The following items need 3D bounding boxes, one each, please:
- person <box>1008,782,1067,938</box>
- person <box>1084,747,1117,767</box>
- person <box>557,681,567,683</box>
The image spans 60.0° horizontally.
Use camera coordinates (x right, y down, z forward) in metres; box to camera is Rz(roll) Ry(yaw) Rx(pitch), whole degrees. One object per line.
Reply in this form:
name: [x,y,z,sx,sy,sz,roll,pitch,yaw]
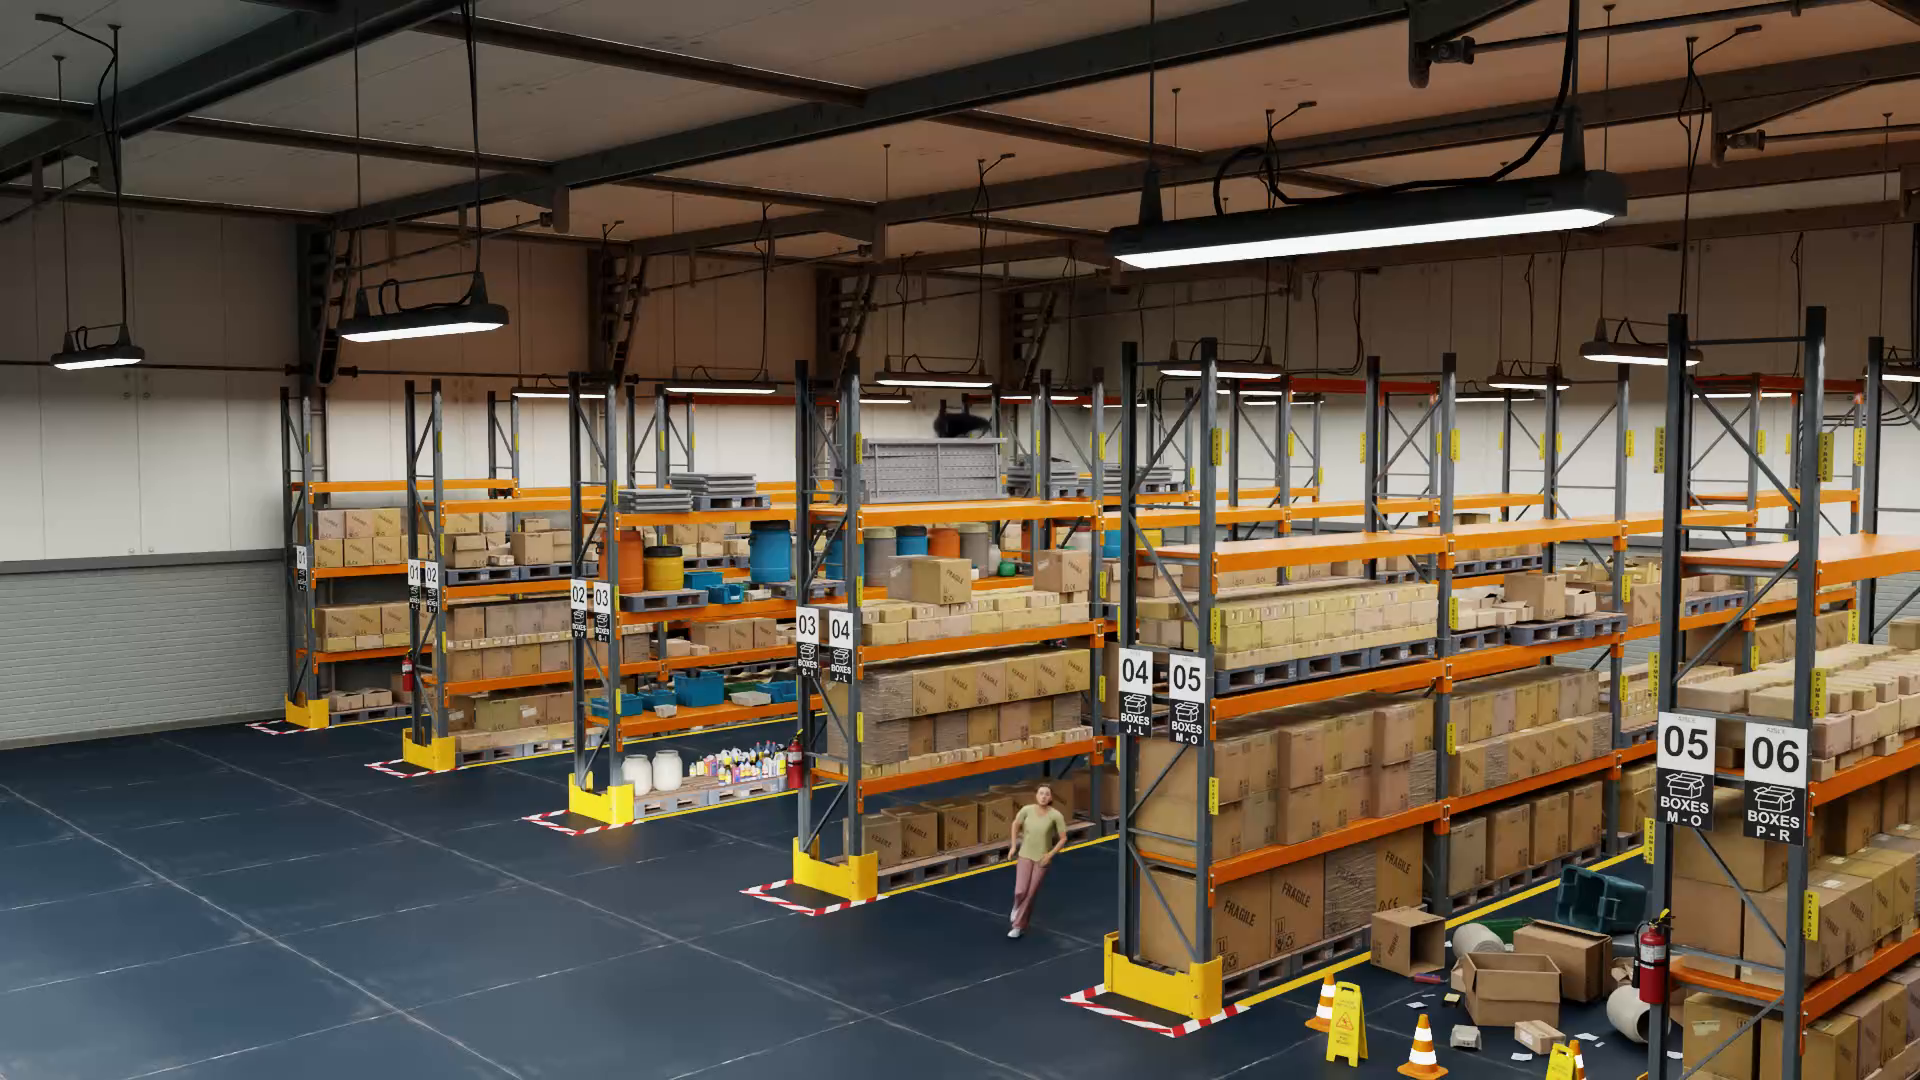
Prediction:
person: [0.781,3.275,17.002,0.613,1.596,0.517,1,4,12]
person: [2.214,2.660,25.650,0.675,1.791,0.983,3,4,35]
person: [-7.063,2.451,29.328,0.558,1.666,0.901,3,4,35]
